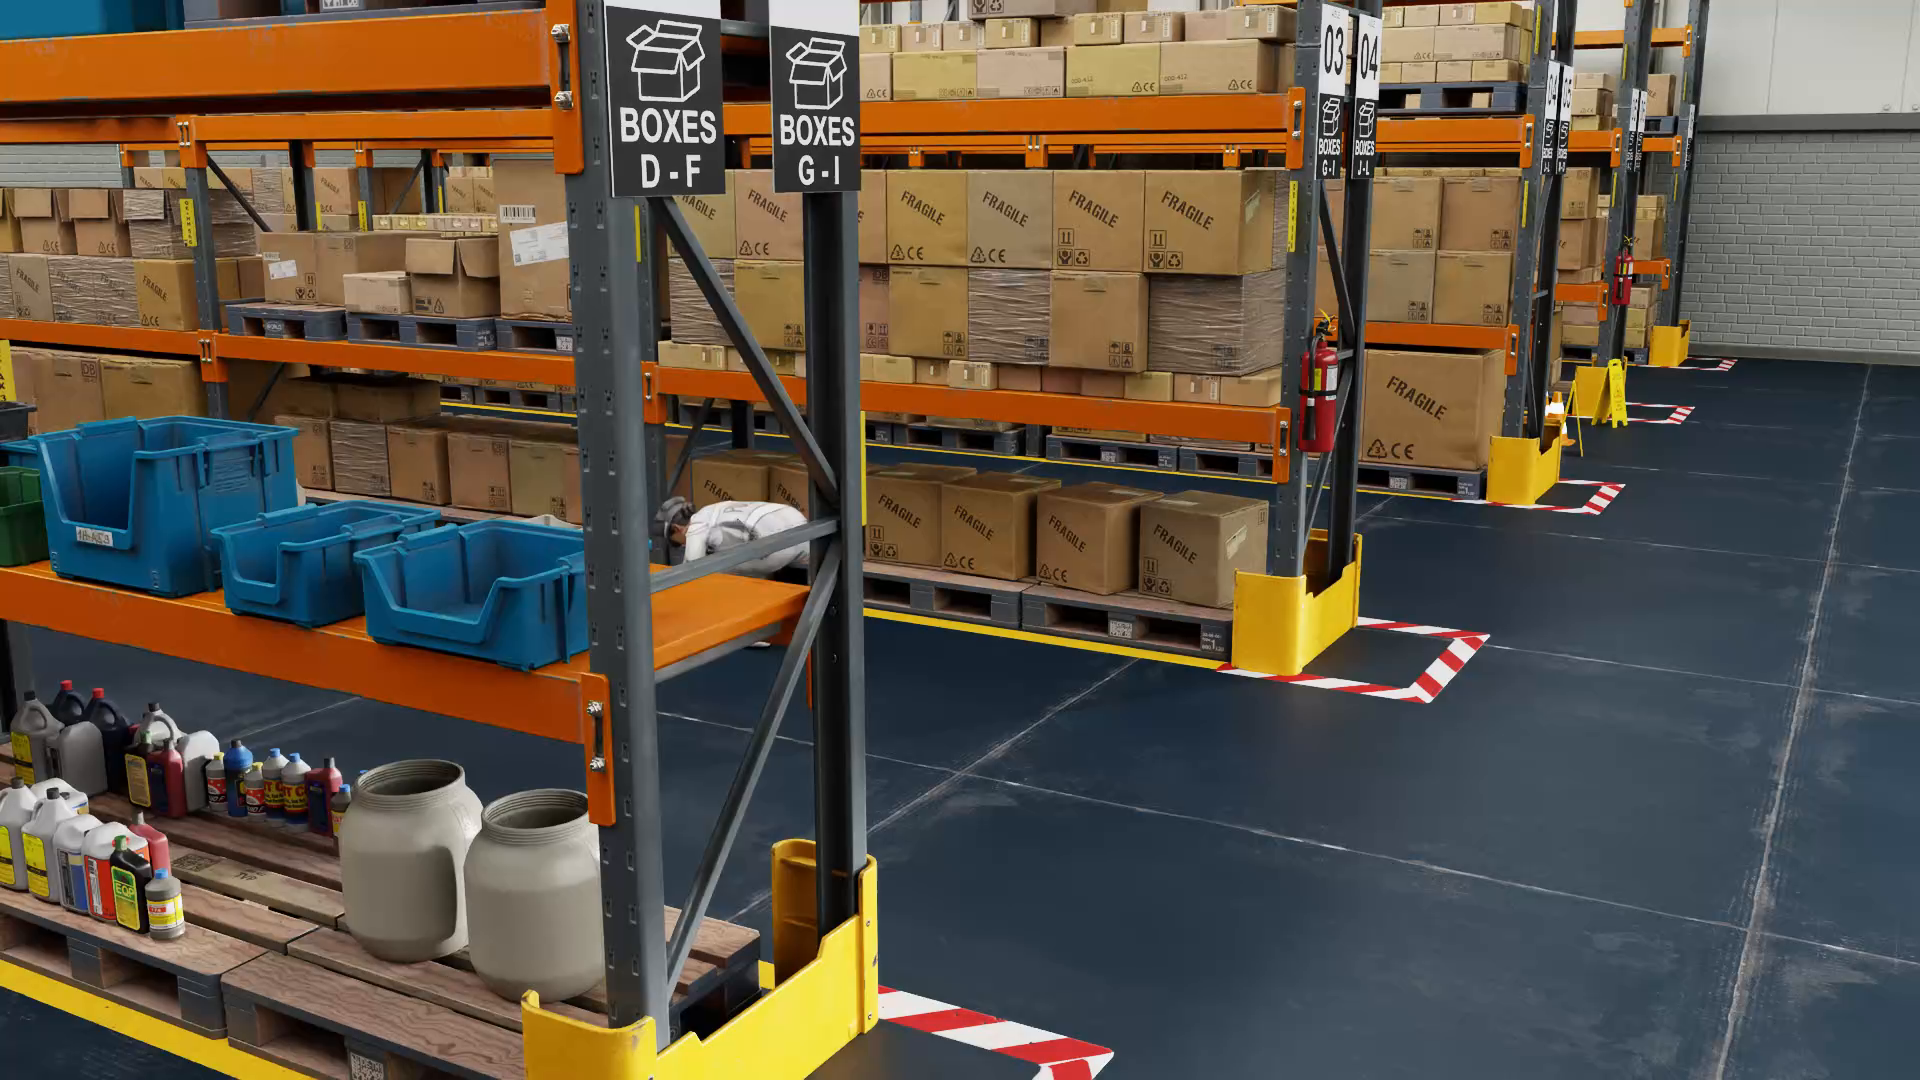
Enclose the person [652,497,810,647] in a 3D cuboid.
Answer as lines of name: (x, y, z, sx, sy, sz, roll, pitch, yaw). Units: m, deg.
person: (-1.220, 0.166, 8.863, 0.914, 0.761, 0.453, 6, 14, 27)
